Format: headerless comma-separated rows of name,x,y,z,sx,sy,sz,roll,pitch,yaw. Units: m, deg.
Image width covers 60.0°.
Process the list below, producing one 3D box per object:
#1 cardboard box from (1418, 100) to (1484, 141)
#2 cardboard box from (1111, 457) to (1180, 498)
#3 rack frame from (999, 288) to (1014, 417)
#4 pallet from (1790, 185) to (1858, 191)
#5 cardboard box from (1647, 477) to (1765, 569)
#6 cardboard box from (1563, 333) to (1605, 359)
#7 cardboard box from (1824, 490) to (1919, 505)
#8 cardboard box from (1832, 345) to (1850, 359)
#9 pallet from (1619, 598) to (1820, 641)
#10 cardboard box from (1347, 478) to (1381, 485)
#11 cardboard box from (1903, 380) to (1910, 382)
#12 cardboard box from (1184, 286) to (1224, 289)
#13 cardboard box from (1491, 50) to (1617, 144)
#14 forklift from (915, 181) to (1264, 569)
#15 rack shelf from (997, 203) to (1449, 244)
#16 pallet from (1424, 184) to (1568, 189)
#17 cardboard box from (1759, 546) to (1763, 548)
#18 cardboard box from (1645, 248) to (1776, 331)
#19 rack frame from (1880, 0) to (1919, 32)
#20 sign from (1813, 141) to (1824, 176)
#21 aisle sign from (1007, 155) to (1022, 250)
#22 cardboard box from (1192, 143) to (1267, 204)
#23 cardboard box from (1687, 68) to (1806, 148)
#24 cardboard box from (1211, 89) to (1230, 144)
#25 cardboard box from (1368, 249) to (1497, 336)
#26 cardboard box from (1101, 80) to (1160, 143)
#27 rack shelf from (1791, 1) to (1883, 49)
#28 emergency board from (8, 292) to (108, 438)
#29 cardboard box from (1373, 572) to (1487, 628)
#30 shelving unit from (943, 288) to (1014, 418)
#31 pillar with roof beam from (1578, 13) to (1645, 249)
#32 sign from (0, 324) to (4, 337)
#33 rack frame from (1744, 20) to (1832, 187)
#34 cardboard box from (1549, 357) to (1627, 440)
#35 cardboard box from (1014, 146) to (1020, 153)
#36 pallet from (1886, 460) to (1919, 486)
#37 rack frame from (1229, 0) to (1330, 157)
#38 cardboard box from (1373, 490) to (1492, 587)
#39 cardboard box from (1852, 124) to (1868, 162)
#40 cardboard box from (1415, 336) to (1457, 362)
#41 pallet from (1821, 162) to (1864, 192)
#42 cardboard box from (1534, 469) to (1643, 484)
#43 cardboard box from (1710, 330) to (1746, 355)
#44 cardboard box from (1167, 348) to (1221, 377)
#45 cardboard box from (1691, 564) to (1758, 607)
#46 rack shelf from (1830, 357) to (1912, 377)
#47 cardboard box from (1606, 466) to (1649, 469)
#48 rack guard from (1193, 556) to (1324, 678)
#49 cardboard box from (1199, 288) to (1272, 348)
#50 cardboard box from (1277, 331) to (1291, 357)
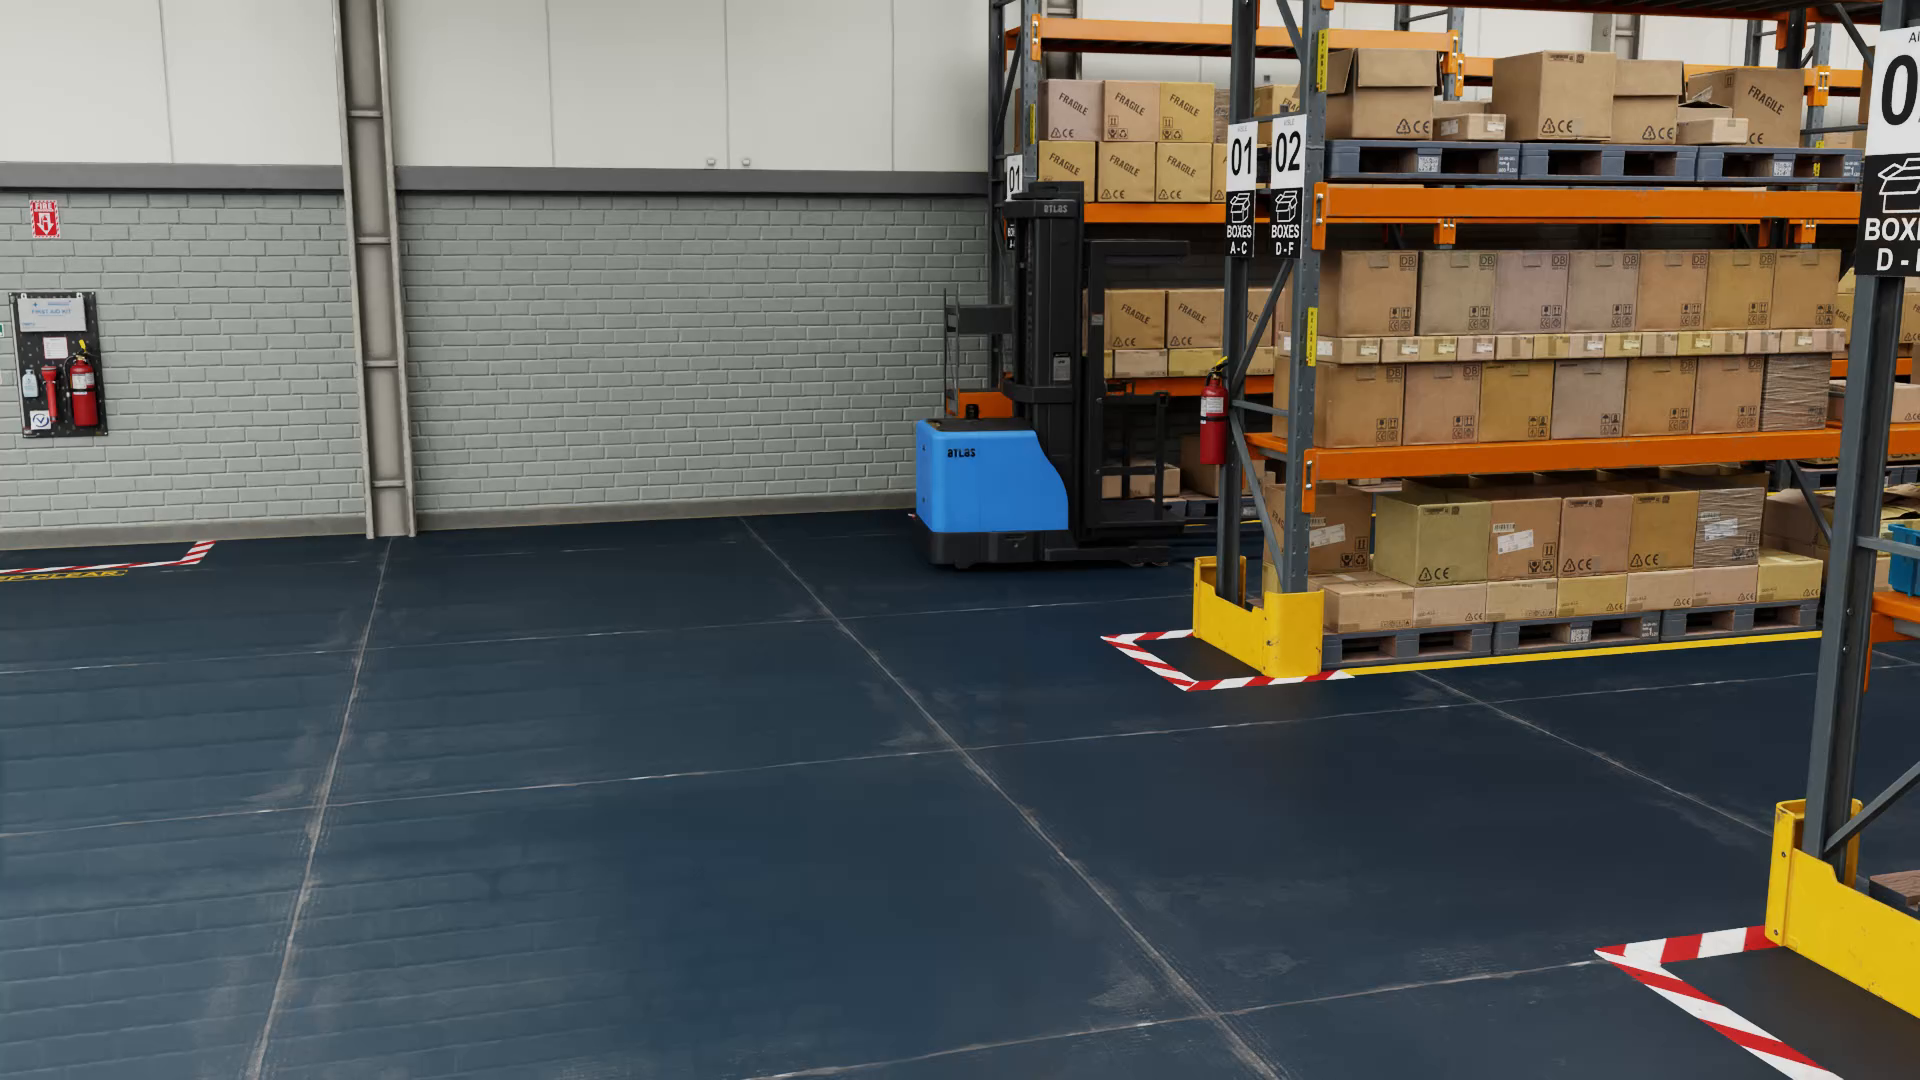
cardboard box,2.868,-2.560,10.249,0.500,0.250,0.500,-3,11,-16
cardboard box,1.684,-0.582,15.135,0.500,0.311,0.500,-2,11,-11
rack frame,0.393,-1.053,13.969,0.015,2.100,0.400,-3,11,-16
pallet,8.732,-3.469,16.841,1.003,0.211,1.213,-2,11,-13
cardboard box,4.809,-0.120,10.775,0.500,0.500,0.500,-3,11,-16
cardboard box,3.749,-1.207,10.251,0.250,0.149,0.380,-3,11,-15
cardboard box,6.483,-0.209,11.783,0.500,0.311,0.500,-3,11,-14
cardboard box,8.754,-1.919,16.822,0.250,0.149,0.380,-3,11,-15
pallet,4.901,0.423,11.165,1.213,0.211,1.003,-3,11,-16
cardboard box,3.783,-0.633,15.810,0.250,0.166,0.380,-5,11,-23
cardboard box,10.529,-1.295,17.576,0.750,0.750,0.750,-3,11,-14
cardboard box,2.305,-2.082,15.357,0.500,0.500,0.500,-3,11,-15
cardboard box,3.507,-2.615,9.859,0.500,0.500,0.500,-3,11,-16
forklift,1.197,-1.321,13.129,3.031,2.935,1.130,-2,11,-9
rack shelf,2.368,-2.862,15.012,4.000,0.370,1.077,-3,11,-16
pallet,4.911,-3.238,15.583,1.003,0.211,1.213,-3,11,-16
cardboard box,5.146,0.135,11.462,0.500,0.250,0.500,-3,11,-16
cardboard box,4.767,-1.619,10.697,0.500,0.500,0.700,-3,11,-16
rack frame,3.216,-2.868,4.771,0.127,3.000,1.000,-3,11,-16
sign,8.278,-3.680,16.037,0.005,0.325,0.100,-3,11,-16
aisle sign,0.462,-2.863,14.131,0.004,0.787,0.394,-3,11,-16
cardboard box,2.370,-3.226,14.670,0.500,0.500,0.500,-2,11,-12
cardboard box,5.119,-2.801,10.871,0.500,0.500,0.500,-2,11,-11
cardboard box,2.274,-3.808,15.068,0.500,0.500,0.500,-3,11,-16
cardboard box,2.842,-1.518,10.146,0.500,0.500,0.700,-3,11,-17
cardboard box,1.381,-3.660,14.263,0.500,0.500,0.500,-3,11,-17
rack shelf,7.596,-3.482,11.200,4.000,0.370,1.077,-3,11,-16
emergency board,-7.266,-1.404,13.386,0.643,1.169,0.194,-3,11,-16
cardboard box,2.892,0.352,10.282,0.500,0.250,0.500,-3,11,-16
shelving unit,0.159,-1.041,13.902,0.503,2.100,0.431,-3,11,-16
pillar with roof beam,7.842,-4.331,12.719,0.400,9.000,9.100,-3,11,-16
sign,-7.819,-1.670,13.273,0.331,0.109,0.001,-3,11,-16
rack frame,8.129,-4.995,16.325,0.127,3.000,1.000,-3,11,-16
cardboard box,3.773,-0.928,10.528,0.500,0.500,0.700,-3,11,-14
cardboard box,0.777,-3.239,14.740,0.500,0.500,0.500,-2,11,-12
pallet,10.076,-0.761,17.598,1.213,0.211,1.003,-3,11,-16
rack frame,1.836,-3.729,9.449,0.127,3.000,1.000,-3,11,-16
cardboard box,2.892,-0.016,10.212,0.500,0.500,0.500,-3,11,-16
cardboard box,6.270,-2.619,10.956,0.500,0.250,0.500,-2,11,-10
cardboard box,2.765,-1.156,9.972,0.250,0.149,0.380,-3,11,-16
pallet,6.519,-2.409,11.092,1.217,0.209,0.805,-3,11,-18
cardboard box,4.183,-0.185,11.128,0.500,0.500,0.500,-3,11,-16
cardboard box,4.734,-1.259,10.534,0.250,0.149,0.380,-3,11,-16
cardboard box,1.990,-1.599,14.806,0.500,0.250,0.500,-3,11,-17
cardboard box,4.809,0.250,10.841,0.500,0.250,0.500,-3,11,-16
rack shelf,10.049,-1.792,17.483,4.000,0.370,1.077,-3,11,-16
cardboard box,6.456,-0.950,16.612,0.500,0.500,0.700,-3,11,-16
rack guard,1.813,0.452,10.212,0.348,0.500,1.175,-3,11,-16
cardboard box,2.457,-1.993,14.876,0.500,0.500,0.500,-3,11,-14
cardboard box,2.149,-1.200,10.210,0.250,0.149,0.380,-3,11,-17
